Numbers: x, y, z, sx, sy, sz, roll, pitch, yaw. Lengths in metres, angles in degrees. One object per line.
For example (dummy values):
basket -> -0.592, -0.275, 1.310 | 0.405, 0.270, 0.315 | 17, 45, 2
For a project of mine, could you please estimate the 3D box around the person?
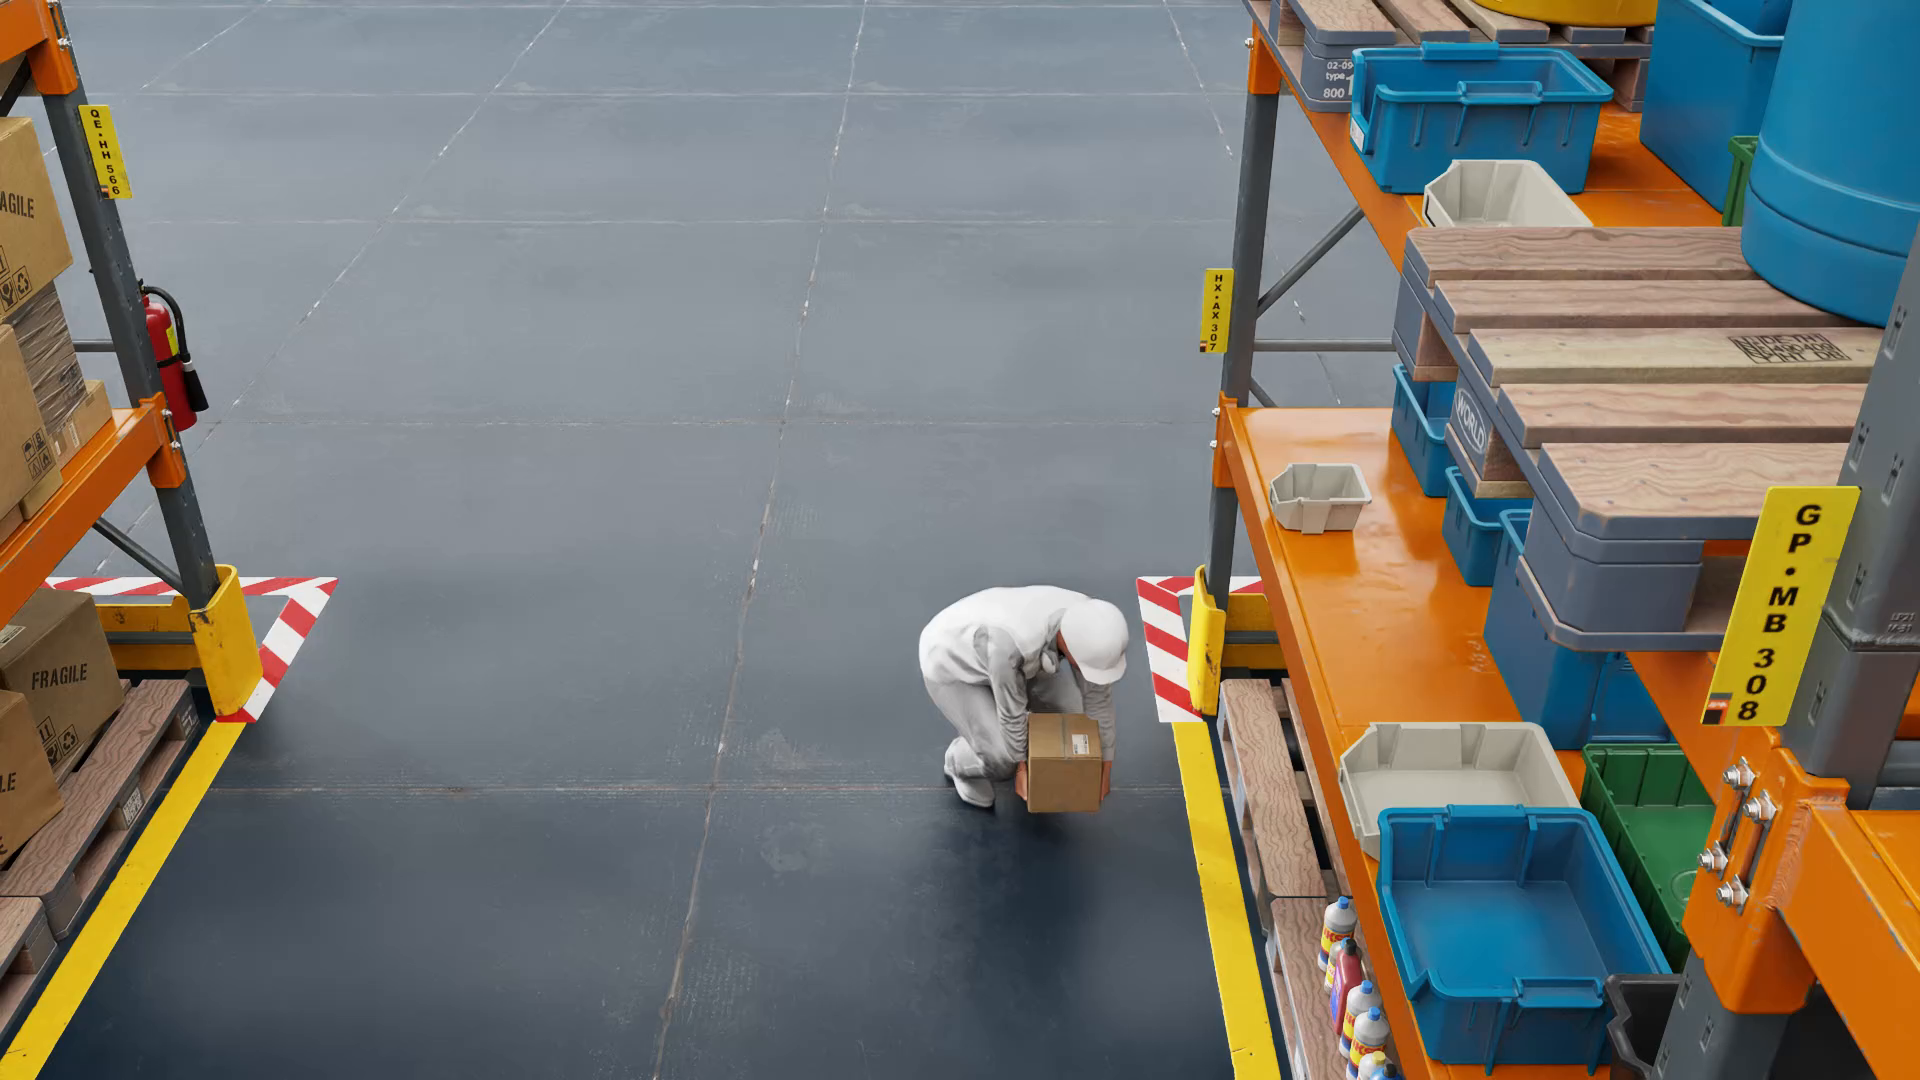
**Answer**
person -> 0.236, 0.522, 5.988 | 0.514, 1.021, 0.883 | -20, 36, -29
